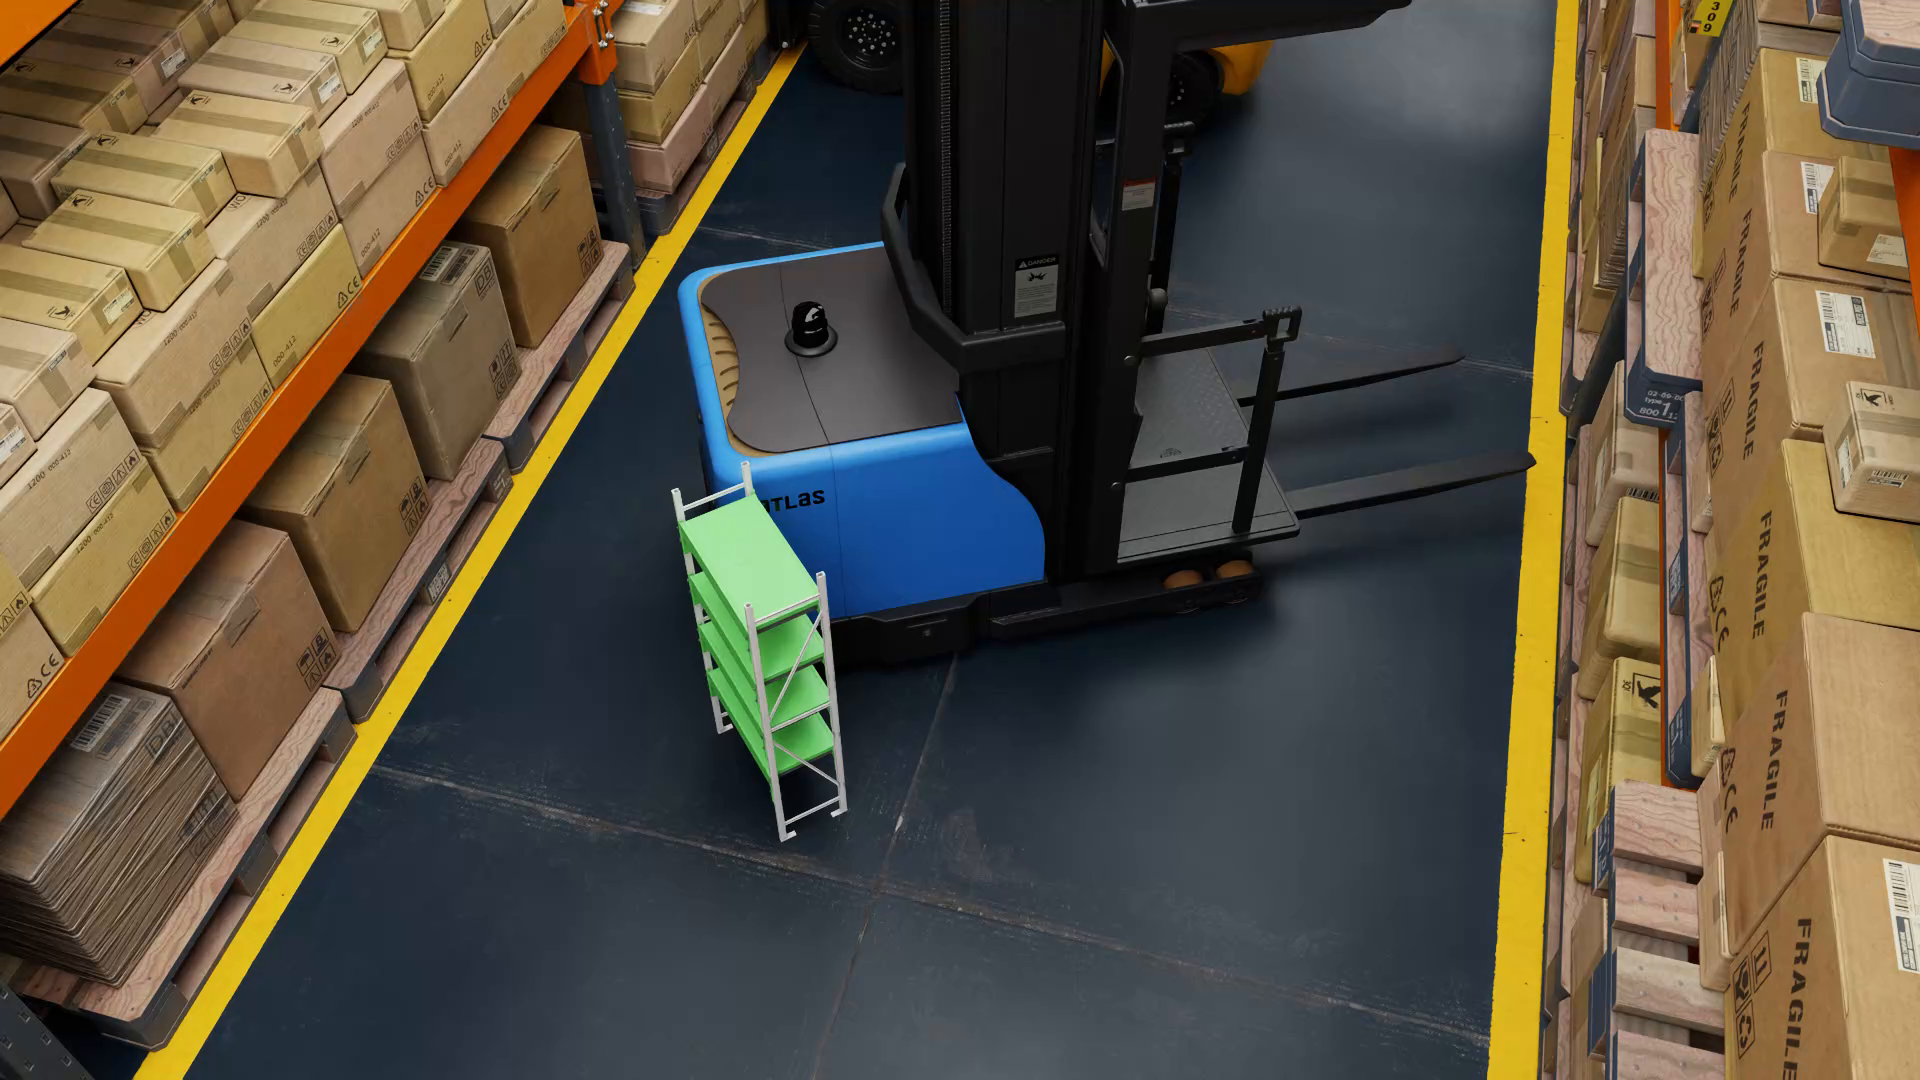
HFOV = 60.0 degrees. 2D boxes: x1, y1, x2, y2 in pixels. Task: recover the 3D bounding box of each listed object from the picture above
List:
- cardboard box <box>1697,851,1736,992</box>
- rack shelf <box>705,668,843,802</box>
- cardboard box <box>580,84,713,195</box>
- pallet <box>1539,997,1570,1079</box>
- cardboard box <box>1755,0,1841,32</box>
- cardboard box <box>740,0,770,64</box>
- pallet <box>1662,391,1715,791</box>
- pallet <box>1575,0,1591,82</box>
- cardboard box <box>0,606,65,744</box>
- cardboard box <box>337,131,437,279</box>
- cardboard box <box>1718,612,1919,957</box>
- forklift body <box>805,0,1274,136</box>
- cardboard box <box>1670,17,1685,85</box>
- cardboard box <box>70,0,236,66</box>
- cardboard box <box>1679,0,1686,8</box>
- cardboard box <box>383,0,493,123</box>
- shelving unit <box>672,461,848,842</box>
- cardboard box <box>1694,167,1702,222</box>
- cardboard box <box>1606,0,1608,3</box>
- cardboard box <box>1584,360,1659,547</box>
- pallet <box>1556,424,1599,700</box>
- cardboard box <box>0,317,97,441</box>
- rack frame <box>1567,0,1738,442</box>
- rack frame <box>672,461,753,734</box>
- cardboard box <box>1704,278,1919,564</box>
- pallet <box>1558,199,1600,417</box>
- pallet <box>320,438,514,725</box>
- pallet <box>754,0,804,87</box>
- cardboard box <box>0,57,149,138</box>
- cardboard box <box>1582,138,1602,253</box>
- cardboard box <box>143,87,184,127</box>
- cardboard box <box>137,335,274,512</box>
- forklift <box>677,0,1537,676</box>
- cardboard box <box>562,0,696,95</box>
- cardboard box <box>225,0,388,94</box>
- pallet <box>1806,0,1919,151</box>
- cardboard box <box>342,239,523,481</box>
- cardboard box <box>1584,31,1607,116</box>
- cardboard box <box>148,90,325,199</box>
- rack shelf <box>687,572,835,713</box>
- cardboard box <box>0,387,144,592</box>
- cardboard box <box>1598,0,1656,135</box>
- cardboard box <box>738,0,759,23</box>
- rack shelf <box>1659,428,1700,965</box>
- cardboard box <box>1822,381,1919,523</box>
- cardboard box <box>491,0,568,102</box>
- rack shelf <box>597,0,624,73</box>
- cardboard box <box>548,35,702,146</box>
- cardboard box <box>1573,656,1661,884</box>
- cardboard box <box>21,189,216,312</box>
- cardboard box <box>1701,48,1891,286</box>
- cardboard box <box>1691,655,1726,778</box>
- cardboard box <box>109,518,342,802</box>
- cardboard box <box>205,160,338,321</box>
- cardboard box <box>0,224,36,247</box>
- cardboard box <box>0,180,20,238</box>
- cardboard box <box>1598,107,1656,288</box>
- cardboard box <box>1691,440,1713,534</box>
[{"bbox_3d":[1.737,0.819,3.414,0.380,0.149,0.250,11,50,10],"label":"cardboard box"},{"bbox_3d":[-0.599,0.575,5.348,0.258,0.148,0.480,-23,53,-19],"label":"rack shelf"},{"bbox_3d":[-1.436,-1.826,7.415,0.500,0.250,0.500,12,50,10],"label":"cardboard box"},{"bbox_3d":[2.061,1.916,4.418,1.003,0.211,1.213,12,50,10],"label":"pallet"},{"bbox_3d":[2.441,-1.550,4.640,0.380,0.149,0.250,11,50,10],"label":"cardboard box"},{"bbox_3d":[-1.198,-2.571,8.072,0.500,0.250,0.500,12,50,11],"label":"cardboard box"},{"bbox_3d":[2.335,0.182,4.217,1.003,0.211,1.213,12,50,10],"label":"pallet"},{"bbox_3d":[3.691,-2.670,8.466,1.003,0.211,1.213,12,50,10],"label":"pallet"},{"bbox_3d":[-2.583,0.358,4.033,0.500,0.250,0.500,12,50,10],"label":"cardboard box"},{"bbox_3d":[-2.051,-1.129,5.345,0.500,0.250,0.500,12,50,10],"label":"cardboard box"},{"bbox_3d":[1.831,0.528,3.238,0.500,0.500,0.500,11,49,9],"label":"cardboard box"},{"bbox_3d":[0.431,-3.193,7.633,2.313,2.155,1.214,12,50,10],"label":"forklift body"},{"bbox_3d":[2.756,-1.727,5.941,0.380,0.149,0.250,13,50,11],"label":"cardboard box"},{"bbox_3d":[-2.508,-1.620,5.180,0.380,0.149,0.250,12,50,10],"label":"cardboard box"},{"bbox_3d":[2.912,-2.211,5.936,0.500,0.500,0.500,13,50,11],"label":"cardboard box"},{"bbox_3d":[-1.894,-1.649,5.471,0.500,0.250,0.500,10,49,9],"label":"cardboard box"},{"bbox_3d":[-0.599,0.374,5.120,0.258,1.200,0.503,-23,53,-19],"label":"shelving unit"},{"bbox_3d":[2.456,-1.054,5.067,0.380,0.149,0.250,12,50,11],"label":"cardboard box"},{"bbox_3d":[3.341,-2.781,7.757,0.500,0.500,0.500,10,49,9],"label":"cardboard box"},{"bbox_3d":[2.771,-0.225,5.920,0.950,0.372,0.625,12,50,11],"label":"cardboard box"},{"bbox_3d":[2.703,0.151,5.976,1.003,0.211,1.213,12,50,10],"label":"pallet"},{"bbox_3d":[-2.399,-0.415,4.116,0.380,0.149,0.250,12,50,10],"label":"cardboard box"},{"bbox_3d":[2.906,-1.335,5.428,1.000,3.000,0.127,12,50,10],"label":"rack frame"},{"bbox_3d":[-0.721,0.215,5.260,0.240,1.200,0.015,-23,53,-19],"label":"rack frame"},{"bbox_3d":[2.107,-0.232,3.909,0.500,0.500,0.500,10,49,8],"label":"cardboard box"},{"bbox_3d":[3.049,-0.905,6.908,1.003,0.211,1.213,12,50,10],"label":"pallet"},{"bbox_3d":[-2.359,0.036,6.077,1.003,0.211,1.213,12,50,10],"label":"pallet"},{"bbox_3d":[-1.314,-2.842,8.617,1.003,0.211,1.213,12,50,10],"label":"pallet"},{"bbox_3d":[-2.629,-1.254,4.857,0.380,0.149,0.250,12,50,10],"label":"cardboard box"},{"bbox_3d":[2.933,-1.432,7.067,0.500,0.250,0.500,10,49,9],"label":"cardboard box"},{"bbox_3d":[-2.552,-1.381,5.235,0.500,0.250,0.500,10,49,9],"label":"cardboard box"},{"bbox_3d":[-2.317,-0.379,4.684,0.500,0.250,0.500,10,49,9],"label":"cardboard box"},{"bbox_3d":[0.605,-1.081,5.249,3.031,2.935,1.130,-10,49,-9],"label":"forklift"},{"bbox_3d":[-1.453,-2.160,7.043,0.500,0.250,0.500,11,49,9],"label":"cardboard box"},{"bbox_3d":[-1.995,-1.519,5.090,0.380,0.149,0.250,10,49,9],"label":"cardboard box"},{"bbox_3d":[2.371,-1.089,3.335,1.213,0.211,1.003,12,50,10],"label":"pallet"},{"bbox_3d":[-2.221,-0.726,6.194,0.875,0.625,0.625,11,50,10],"label":"cardboard box"},{"bbox_3d":[3.207,-2.164,7.713,0.500,0.250,0.500,15,50,13],"label":"cardboard box"},{"bbox_3d":[-2.062,-1.132,4.749,0.380,0.149,0.250,10,49,9],"label":"cardboard box"},{"bbox_3d":[-0.599,0.257,4.988,0.258,0.148,0.480,-23,53,-19],"label":"rack shelf"},{"bbox_3d":[-2.451,-0.169,4.165,0.500,0.250,0.500,13,50,11],"label":"cardboard box"},{"bbox_3d":[3.069,-2.031,7.096,0.500,0.500,0.500,14,50,12],"label":"cardboard box"},{"bbox_3d":[-1.184,-2.722,7.872,0.500,0.250,0.500,11,50,10],"label":"cardboard box"},{"bbox_3d":[2.380,0.349,4.421,1.077,0.370,4.000,12,50,10],"label":"rack shelf"},{"bbox_3d":[2.012,-0.166,3.418,0.380,0.149,0.250,9,49,8],"label":"cardboard box"},{"bbox_3d":[-1.763,-1.846,5.979,0.500,0.250,0.500,13,50,11],"label":"cardboard box"},{"bbox_3d":[-1.357,-3.521,7.836,1.077,0.370,4.000,12,50,10],"label":"rack shelf"},{"bbox_3d":[-1.458,-1.996,7.231,0.500,0.250,0.500,11,50,10],"label":"cardboard box"},{"bbox_3d":[2.404,0.799,5.017,0.950,0.372,0.625,13,50,11],"label":"cardboard box"},{"bbox_3d":[-2.238,-0.775,4.434,0.380,0.149,0.250,13,50,11],"label":"cardboard box"},{"bbox_3d":[2.375,-0.961,4.552,0.500,0.500,0.500,12,50,10],"label":"cardboard box"},{"bbox_3d":[1.870,0.437,3.751,0.380,0.149,0.250,12,50,11],"label":"cardboard box"},{"bbox_3d":[-2.594,0.305,5.284,0.875,0.625,0.625,13,50,11],"label":"cardboard box"},{"bbox_3d":[-2.185,-0.919,4.827,0.500,0.250,0.500,12,50,11],"label":"cardboard box"},{"bbox_3d":[-2.818,-0.646,4.586,0.500,0.250,0.500,11,50,10],"label":"cardboard box"},{"bbox_3d":[-2.831,-0.890,4.536,0.380,0.149,0.250,11,49,9],"label":"cardboard box"},{"bbox_3d":[2.803,-1.293,6.445,0.500,0.500,0.500,11,49,10],"label":"cardboard box"},{"bbox_3d":[2.086,-0.116,4.240,0.380,0.149,0.250,13,50,11],"label":"cardboard box"}]
